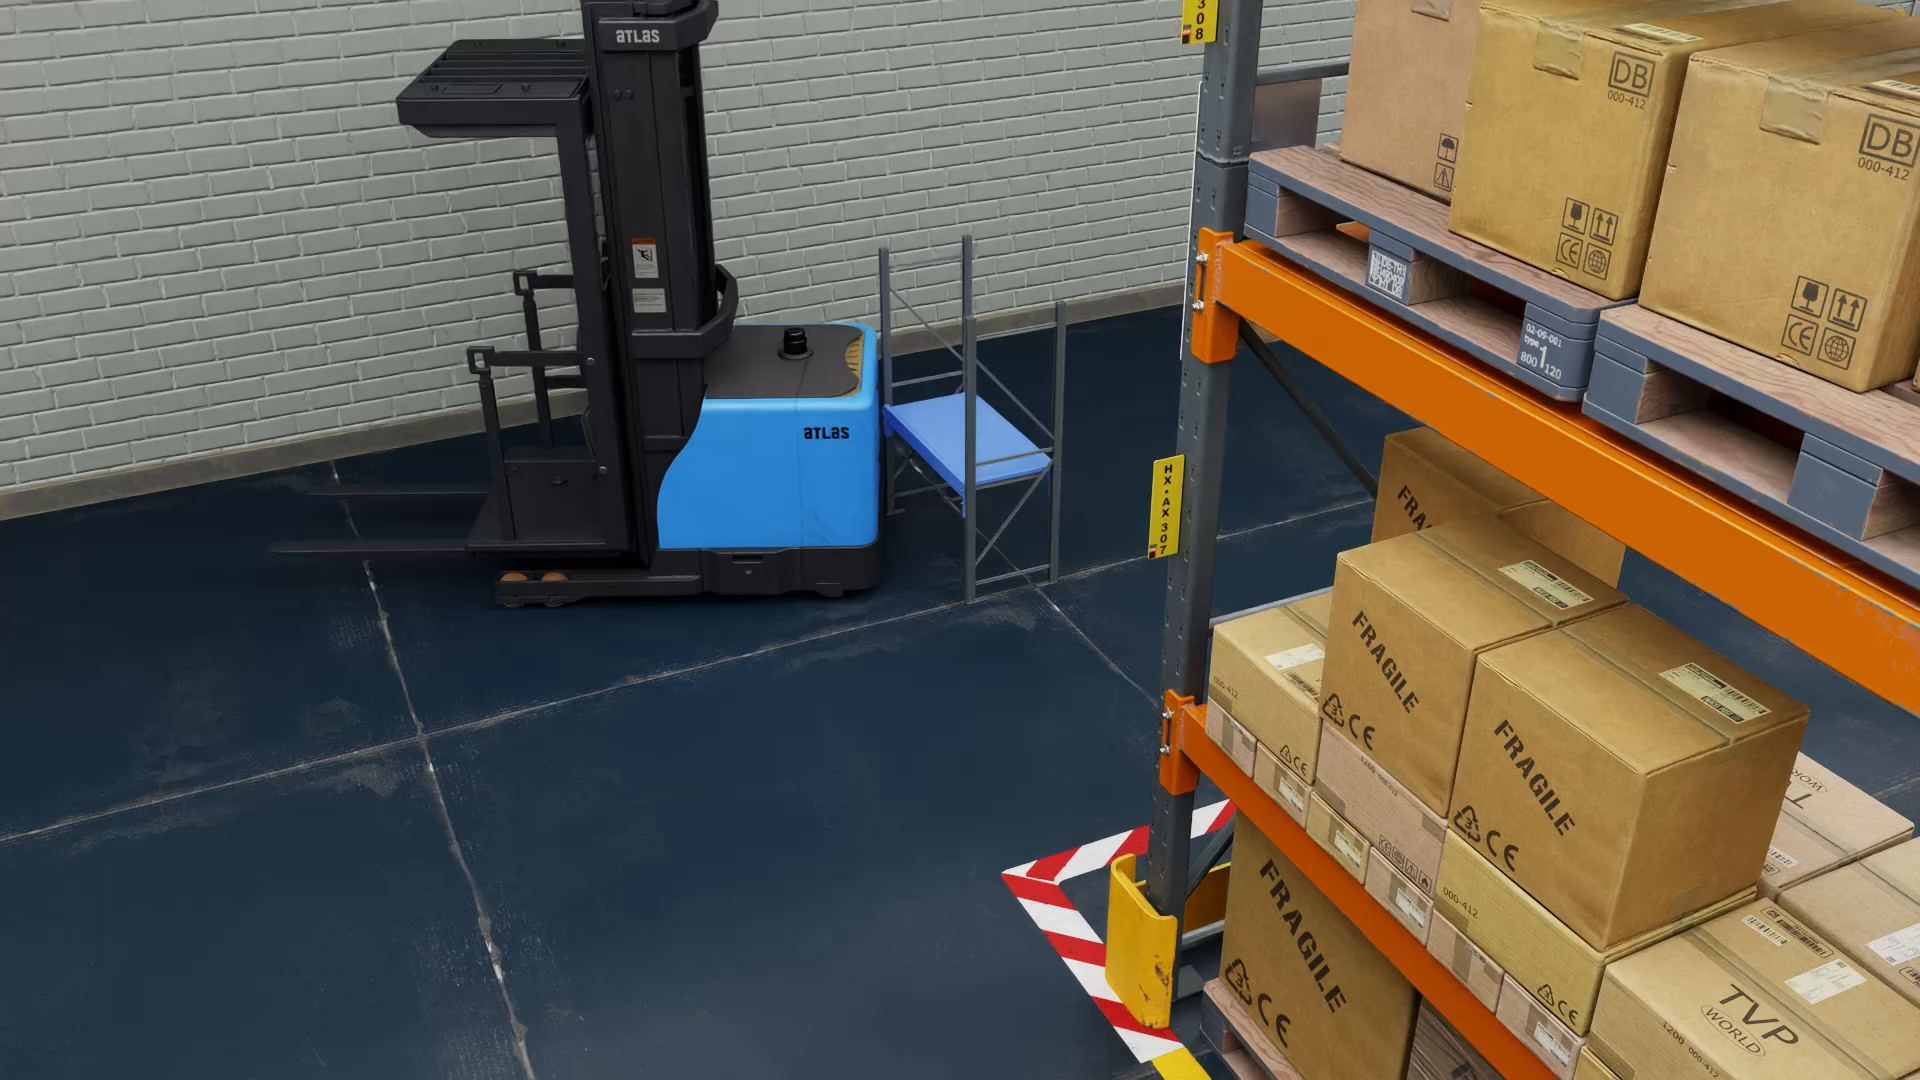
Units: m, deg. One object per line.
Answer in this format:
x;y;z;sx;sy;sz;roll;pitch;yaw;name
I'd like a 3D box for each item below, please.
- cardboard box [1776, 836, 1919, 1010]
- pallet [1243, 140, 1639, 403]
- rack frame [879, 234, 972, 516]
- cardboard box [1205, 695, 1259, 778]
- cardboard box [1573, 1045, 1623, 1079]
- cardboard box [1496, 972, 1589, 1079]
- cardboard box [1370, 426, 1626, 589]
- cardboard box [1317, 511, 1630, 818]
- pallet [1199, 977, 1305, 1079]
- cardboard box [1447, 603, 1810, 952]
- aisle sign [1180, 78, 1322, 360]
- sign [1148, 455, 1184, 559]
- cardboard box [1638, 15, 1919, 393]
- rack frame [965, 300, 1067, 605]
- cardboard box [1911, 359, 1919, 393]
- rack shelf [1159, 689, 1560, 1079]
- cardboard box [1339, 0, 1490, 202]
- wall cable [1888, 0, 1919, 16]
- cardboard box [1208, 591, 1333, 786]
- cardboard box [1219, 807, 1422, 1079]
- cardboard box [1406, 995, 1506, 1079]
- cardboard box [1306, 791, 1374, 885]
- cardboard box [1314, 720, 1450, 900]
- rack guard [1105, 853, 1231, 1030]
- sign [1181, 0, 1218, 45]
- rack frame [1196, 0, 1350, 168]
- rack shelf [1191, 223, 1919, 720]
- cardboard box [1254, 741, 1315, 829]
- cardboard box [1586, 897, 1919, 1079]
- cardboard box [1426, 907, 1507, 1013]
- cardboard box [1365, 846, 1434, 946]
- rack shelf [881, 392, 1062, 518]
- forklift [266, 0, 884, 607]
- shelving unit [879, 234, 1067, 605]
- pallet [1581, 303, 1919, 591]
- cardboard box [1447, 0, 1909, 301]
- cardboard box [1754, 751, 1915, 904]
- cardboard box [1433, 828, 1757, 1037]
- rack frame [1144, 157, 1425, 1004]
2.220;0.976;3.792;0.500;0.250;0.500;-13;32;-22;cardboard box
1.437;-0.740;4.027;1.003;0.211;1.213;-13;32;-22;pallet
-0.171;-0.843;8.719;0.500;1.500;0.032;-13;32;-22;rack frame
0.963;0.539;4.978;0.380;0.149;0.250;-13;32;-21;cardboard box
1.625;1.219;3.767;0.380;0.149;0.250;-14;32;-23;cardboard box
1.518;1.107;3.966;0.380;0.149;0.250;-13;32;-23;cardboard box
1.556;-0.028;4.815;0.500;0.500;0.500;-13;32;-21;cardboard box
1.286;0.302;4.227;0.500;0.500;0.500;-14;32;-23;cardboard box
1.523;1.757;5.401;1.003;0.211;1.213;-13;32;-22;pallet
1.514;0.529;3.821;0.500;0.500;0.500;-14;32;-23;cardboard box
0.807;-0.899;4.628;0.394;0.787;0.004;-13;32;-22;aisle sign
0.605;-0.095;4.886;0.100;0.325;0.005;-13;32;-22;sign
1.779;-0.664;3.167;0.700;0.500;0.500;-15;33;-25;cardboard box
0.256;-0.391;7.914;0.500;1.500;0.032;-13;32;-22;rack frame
2.113;-0.440;2.768;0.700;0.500;0.500;-12;31;-20;cardboard box
1.968;1.401;3.920;1.077;0.370;4.000;-13;32;-22;rack shelf
1.381;-1.157;4.045;0.700;0.500;0.500;-15;33;-25;cardboard box
7.618;-4.820;13.208;0.585;1.953;0.123;-13;32;-22;wall cable
1.071;0.408;4.805;0.500;0.250;0.500;-14;32;-23;cardboard box
1.456;1.213;5.263;0.875;0.875;0.875;-13;32;-22;cardboard box
1.847;1.615;4.546;0.875;0.875;0.875;-13;32;-22;cardboard box
1.185;0.765;4.575;0.380;0.149;0.250;-14;32;-23;cardboard box
1.300;0.636;4.398;0.500;0.250;0.500;-13;32;-23;cardboard box
1.099;1.283;5.950;1.175;0.500;0.348;-13;32;-22;rack guard
0.605;-1.407;4.150;0.100;0.325;0.005;-13;32;-22;sign
1.109;-2.413;3.853;1.000;3.000;0.127;-13;32;-22;rack frame
1.968;0.093;3.187;1.077;0.370;4.000;-13;32;-22;rack shelf
1.075;0.652;4.777;0.380;0.149;0.250;-14;32;-23;cardboard box
1.742;1.088;3.591;0.500;0.250;0.500;-14;32;-23;cardboard box
1.406;0.993;4.169;0.380;0.149;0.250;-14;32;-23;cardboard box
1.298;0.880;4.370;0.380;0.149;0.250;-14;32;-23;cardboard box
0.043;-0.460;8.405;0.538;0.185;1.000;-13;32;-22;rack shelf
-1.918;-1.211;7.913;3.031;2.935;1.130;-1;29;-1;forklift
0.043;-0.617;8.317;0.538;1.500;1.048;-13;32;-22;shelving unit
1.965;-0.201;3.065;1.003;0.211;1.213;-13;32;-22;pallet
1.513;-0.883;3.557;0.700;0.500;0.500;-14;32;-24;cardboard box
1.993;0.747;4.201;0.500;0.250;0.500;-14;32;-24;cardboard box
1.513;0.859;4.000;0.500;0.250;0.500;-14;32;-24;cardboard box
1.109;0.204;5.320;1.000;3.000;0.127;-13;32;-22;rack frame
